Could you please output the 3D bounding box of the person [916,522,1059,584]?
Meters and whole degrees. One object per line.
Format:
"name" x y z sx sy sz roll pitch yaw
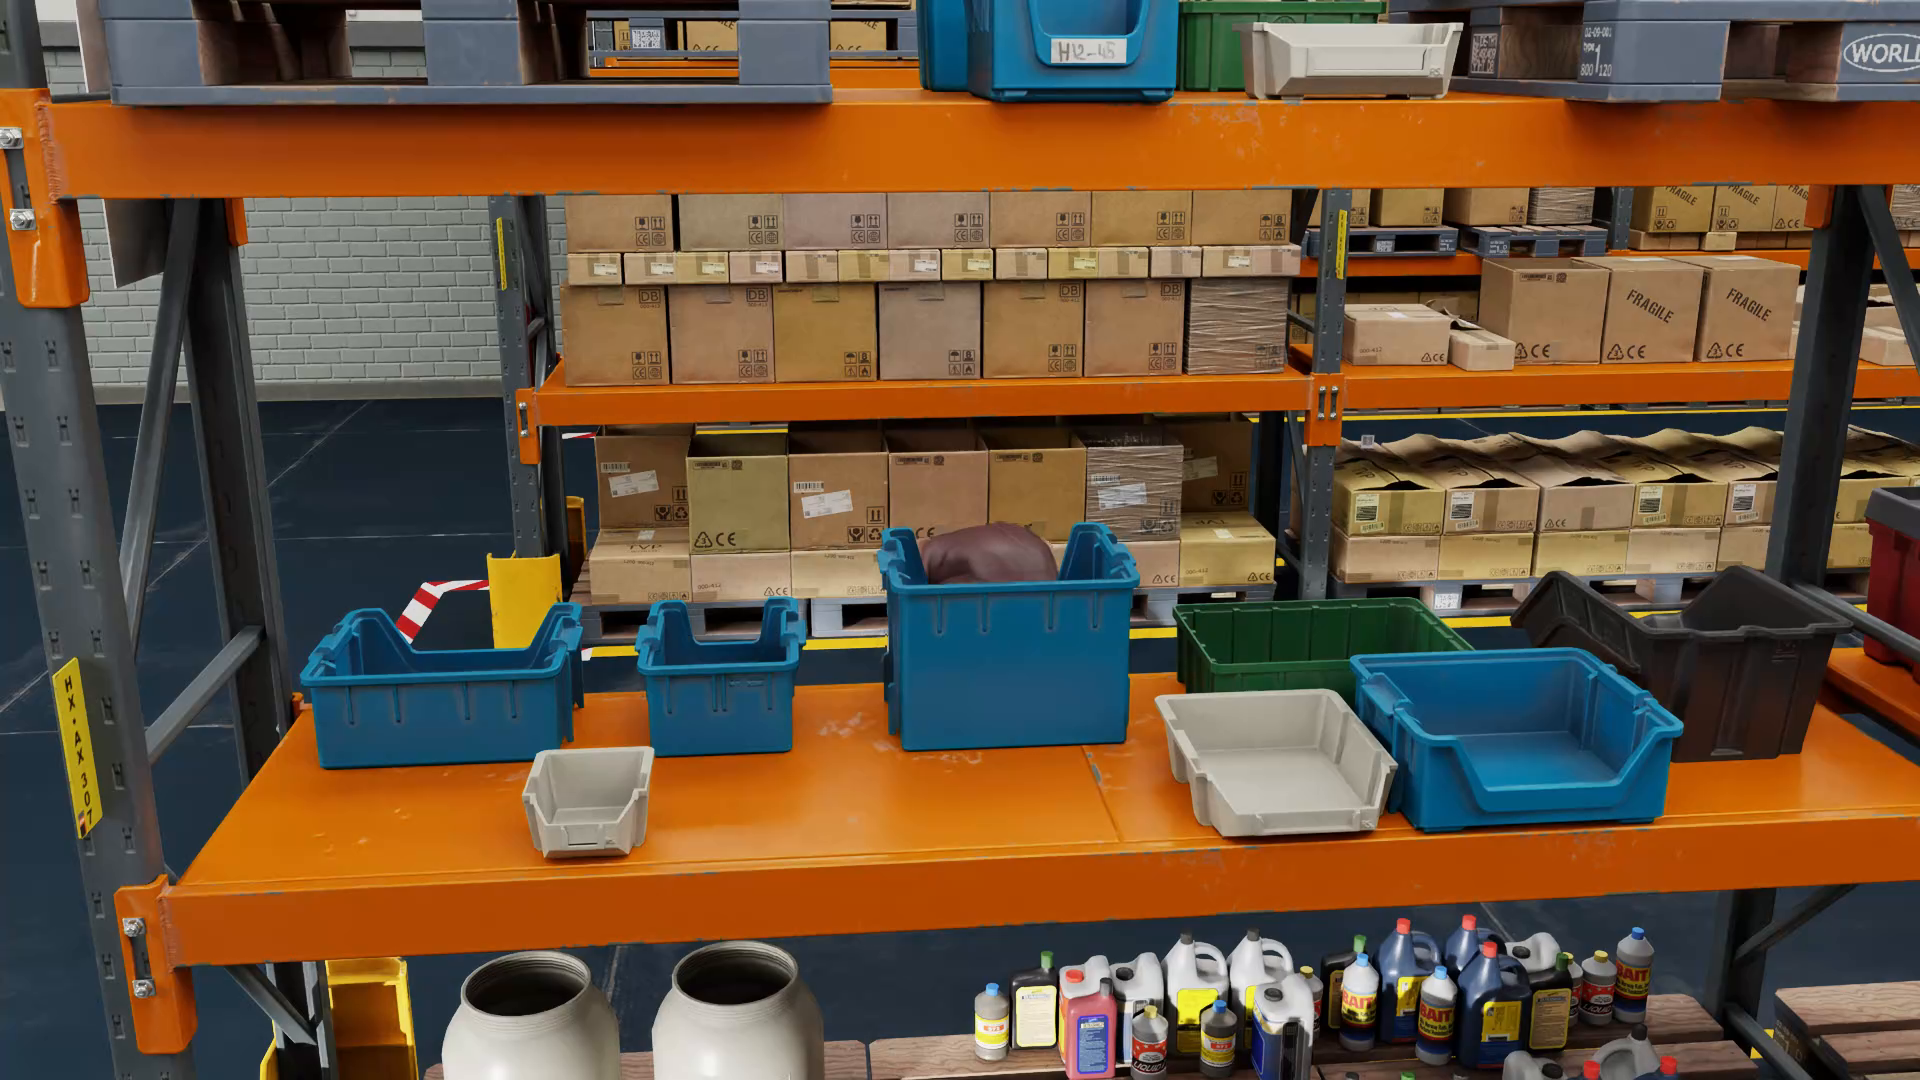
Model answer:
"person" 0.017 0.348 7.381 0.584 0.940 0.996 -14 21 -38
